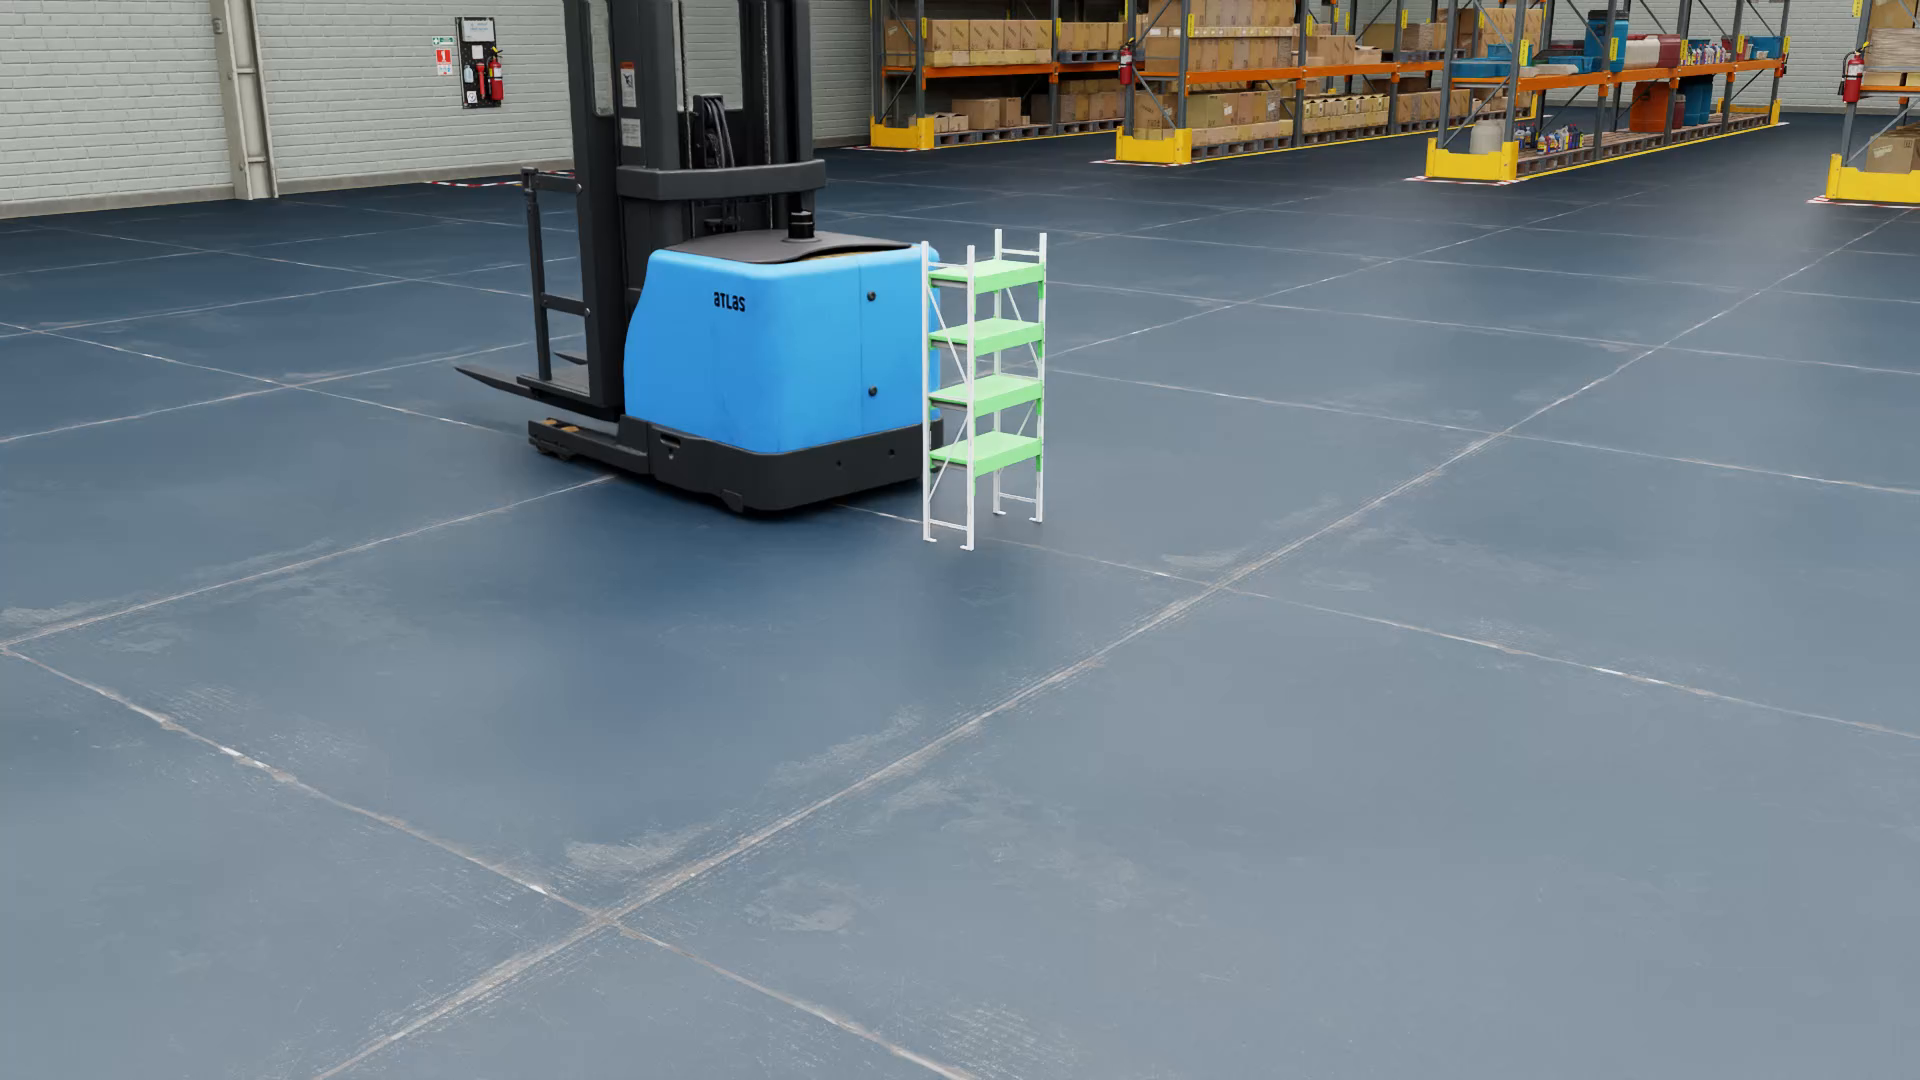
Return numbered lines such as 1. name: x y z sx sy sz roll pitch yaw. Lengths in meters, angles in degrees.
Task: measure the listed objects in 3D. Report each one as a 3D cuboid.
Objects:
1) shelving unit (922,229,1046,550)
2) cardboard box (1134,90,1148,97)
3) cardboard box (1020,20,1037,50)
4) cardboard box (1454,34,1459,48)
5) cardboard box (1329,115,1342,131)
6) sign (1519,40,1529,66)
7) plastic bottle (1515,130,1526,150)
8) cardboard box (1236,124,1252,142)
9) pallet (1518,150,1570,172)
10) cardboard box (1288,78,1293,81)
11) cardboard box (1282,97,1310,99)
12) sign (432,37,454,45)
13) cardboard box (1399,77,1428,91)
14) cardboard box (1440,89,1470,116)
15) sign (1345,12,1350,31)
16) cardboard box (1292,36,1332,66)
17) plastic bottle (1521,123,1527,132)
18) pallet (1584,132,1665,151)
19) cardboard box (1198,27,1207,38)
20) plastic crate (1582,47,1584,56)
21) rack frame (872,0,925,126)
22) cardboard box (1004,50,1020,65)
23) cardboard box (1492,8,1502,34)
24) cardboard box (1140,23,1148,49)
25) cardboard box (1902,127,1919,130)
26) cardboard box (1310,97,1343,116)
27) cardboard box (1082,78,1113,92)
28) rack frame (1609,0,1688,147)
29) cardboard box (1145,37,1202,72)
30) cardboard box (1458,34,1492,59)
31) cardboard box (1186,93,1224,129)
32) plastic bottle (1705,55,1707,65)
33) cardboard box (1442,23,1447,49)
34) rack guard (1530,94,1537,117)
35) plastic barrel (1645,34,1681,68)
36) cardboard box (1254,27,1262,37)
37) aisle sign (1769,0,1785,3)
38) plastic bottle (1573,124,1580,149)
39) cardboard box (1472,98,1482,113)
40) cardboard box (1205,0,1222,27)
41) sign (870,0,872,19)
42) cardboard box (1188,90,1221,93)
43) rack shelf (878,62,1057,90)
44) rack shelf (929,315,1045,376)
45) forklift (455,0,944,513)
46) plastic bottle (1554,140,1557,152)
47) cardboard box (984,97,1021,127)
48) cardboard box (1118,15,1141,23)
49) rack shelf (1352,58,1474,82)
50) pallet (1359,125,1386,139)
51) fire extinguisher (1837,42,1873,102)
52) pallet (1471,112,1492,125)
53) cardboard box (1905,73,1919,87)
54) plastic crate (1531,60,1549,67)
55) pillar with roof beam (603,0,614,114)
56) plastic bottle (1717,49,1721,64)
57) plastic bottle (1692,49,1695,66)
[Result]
1. shelving unit: 0.099 -0.612 6.693 0.258 1.200 0.503 12 21 35
2. cardboard box: 3.352 -8.827 33.583 0.700 0.500 0.500 13 21 35
3. cardboard box: 1.030 -9.047 29.775 0.500 0.500 0.500 12 21 34
4. cardboard box: 10.195 -10.281 34.626 0.500 0.500 0.500 13 21 36
5. cardboard box: 6.388 -7.349 29.279 0.500 0.250 0.500 12 21 33
6. sign: 7.368 -6.369 21.728 0.100 0.325 0.005 12 21 35
7. plastic bottle: 8.266 -5.912 24.574 0.152 0.276 0.135 12 21 35
8. cardboard box: 4.346 -6.544 26.687 0.500 0.250 0.500 12 21 35
9. pallet: 8.152 -5.512 24.136 1.003 0.211 1.213 12 21 35
10. cardboard box: 7.632 -10.913 39.242 0.380 0.149 0.250 13 21 35
11. cardboard box: 5.952 -7.710 29.495 0.500 0.311 0.500 12 21 35
12. sign: -6.786 -6.551 21.826 0.001 0.109 0.331 12 21 35
13. cardboard box: 9.023 -9.133 33.306 0.500 0.250 0.500 12 21 35
14. cardboard box: 10.039 -8.918 33.875 0.500 0.500 0.500 12 21 34
15. sign: 7.278 -9.725 31.185 0.100 0.325 0.005 12 21 35
16. cardboard box: 6.121 -8.517 28.944 0.500 0.500 0.500 14 22 39
17. plastic bottle: 8.498 -6.114 25.098 0.144 0.351 0.185 13 22 36
18. pallet: 11.203 -6.731 28.063 1.003 0.211 1.213 12 21 35
19. cardboard box: 3.515 -7.688 25.179 0.380 0.149 0.250 12 21 33
20. plastic crate: 9.720 -7.598 26.179 0.392 0.384 0.575 12 21 35
21. rack frame: -1.028 -8.086 27.723 1.000 3.000 0.127 12 21 35
22. cardboard box: 0.726 -8.570 29.503 0.500 0.250 0.500 12 21 34
23. cardboard box: 10.917 -10.780 34.545 0.500 0.500 0.500 12 21 33
24. cardboard box: 3.467 -10.135 33.413 0.700 0.500 0.500 10 20 28
25. cardboard box: 12.377 -5.032 21.395 0.500 0.500 0.500 10 20 30
26. cardboard box: 6.392 -7.615 29.191 0.500 0.311 0.500 12 21 33
27. cardboard box: 2.659 -8.937 32.673 0.500 0.250 0.500 12 21 34
28. rack frame: 11.695 -8.240 28.222 1.000 3.000 0.127 12 21 35
29. cardboard box: 3.241 -7.368 25.243 0.700 0.500 0.500 12 21 35
30. cardboard box: 10.625 -10.190 34.332 0.500 0.500 0.500 13 22 36
31. cardboard box: 3.747 -6.665 25.811 0.500 0.500 0.500 12 21 35
32. plastic bottle: 13.320 -8.620 29.780 0.097 0.201 0.097 0 17 0
33. cardboard box: 9.282 -10.069 33.234 0.500 0.500 0.700 -16 23 -42
34. rack guard: 12.441 -9.810 37.491 1.175 0.500 0.348 12 21 35
35. plastic barrel: 11.662 -8.141 27.673 0.600 0.536 0.708 12 21 35
36. cardboard box: 4.589 -8.117 26.561 0.380 0.149 0.250 13 22 36
37. aisle sign: 16.740 -11.353 33.860 0.394 0.787 0.004 12 21 35
38. plastic bottle: 9.160 -6.028 24.823 0.144 0.351 0.185 12 21 33
39. cardboard box: 10.527 -9.057 34.643 0.500 0.311 0.500 12 21 35
40. cardboard box: 3.582 -8.126 25.498 0.700 0.500 0.500 12 21 33
41. sign: -1.461 -8.892 27.836 0.100 0.325 0.005 12 21 35
42. cardboard box: 3.916 -6.997 26.880 0.500 0.500 0.500 12 21 35
43. rack shelf: 0.164 -8.218 29.364 1.077 0.370 4.000 12 21 35
44. rack shelf: 0.099 -0.781 6.641 0.258 0.148 0.480 12 21 35
45. forklift: -1.455 -1.871 7.828 1.130 2.935 3.031 -16 23 -41
46. plastic bottle: 8.582 -5.715 24.064 0.097 0.201 0.097 0 17 0
47. cardboard box: 0.769 -7.800 30.278 0.500 0.500 0.500 11 20 31
48. cardboard box: 3.378 -10.392 33.146 0.380 0.149 0.250 9 19 26
49. rack shelf: 8.911 -9.249 32.684 1.077 0.370 4.000 12 21 35
50. pallet: 7.198 -7.596 30.848 1.003 0.211 1.213 12 21 35
51. fire extinguisher: 10.468 -5.477 19.453 0.296 0.674 0.183 12 21 35
52. pallet: 10.513 -8.901 35.051 1.003 0.211 1.213 12 21 35
53. cardboard box: 11.268 -5.366 19.388 0.380 0.149 0.250 12 21 35
54. plastic crate: 8.277 -6.913 24.305 0.450 0.188 0.662 12 21 35
55. pillar with roof beam: -1.423 -9.080 20.811 9.100 9.000 0.400 12 21 35
56. plastic bottle: 13.886 -8.896 30.542 0.152 0.276 0.135 12 21 35
57. plastic bottle: 12.797 -8.445 29.096 0.097 0.271 0.097 0 17 0
